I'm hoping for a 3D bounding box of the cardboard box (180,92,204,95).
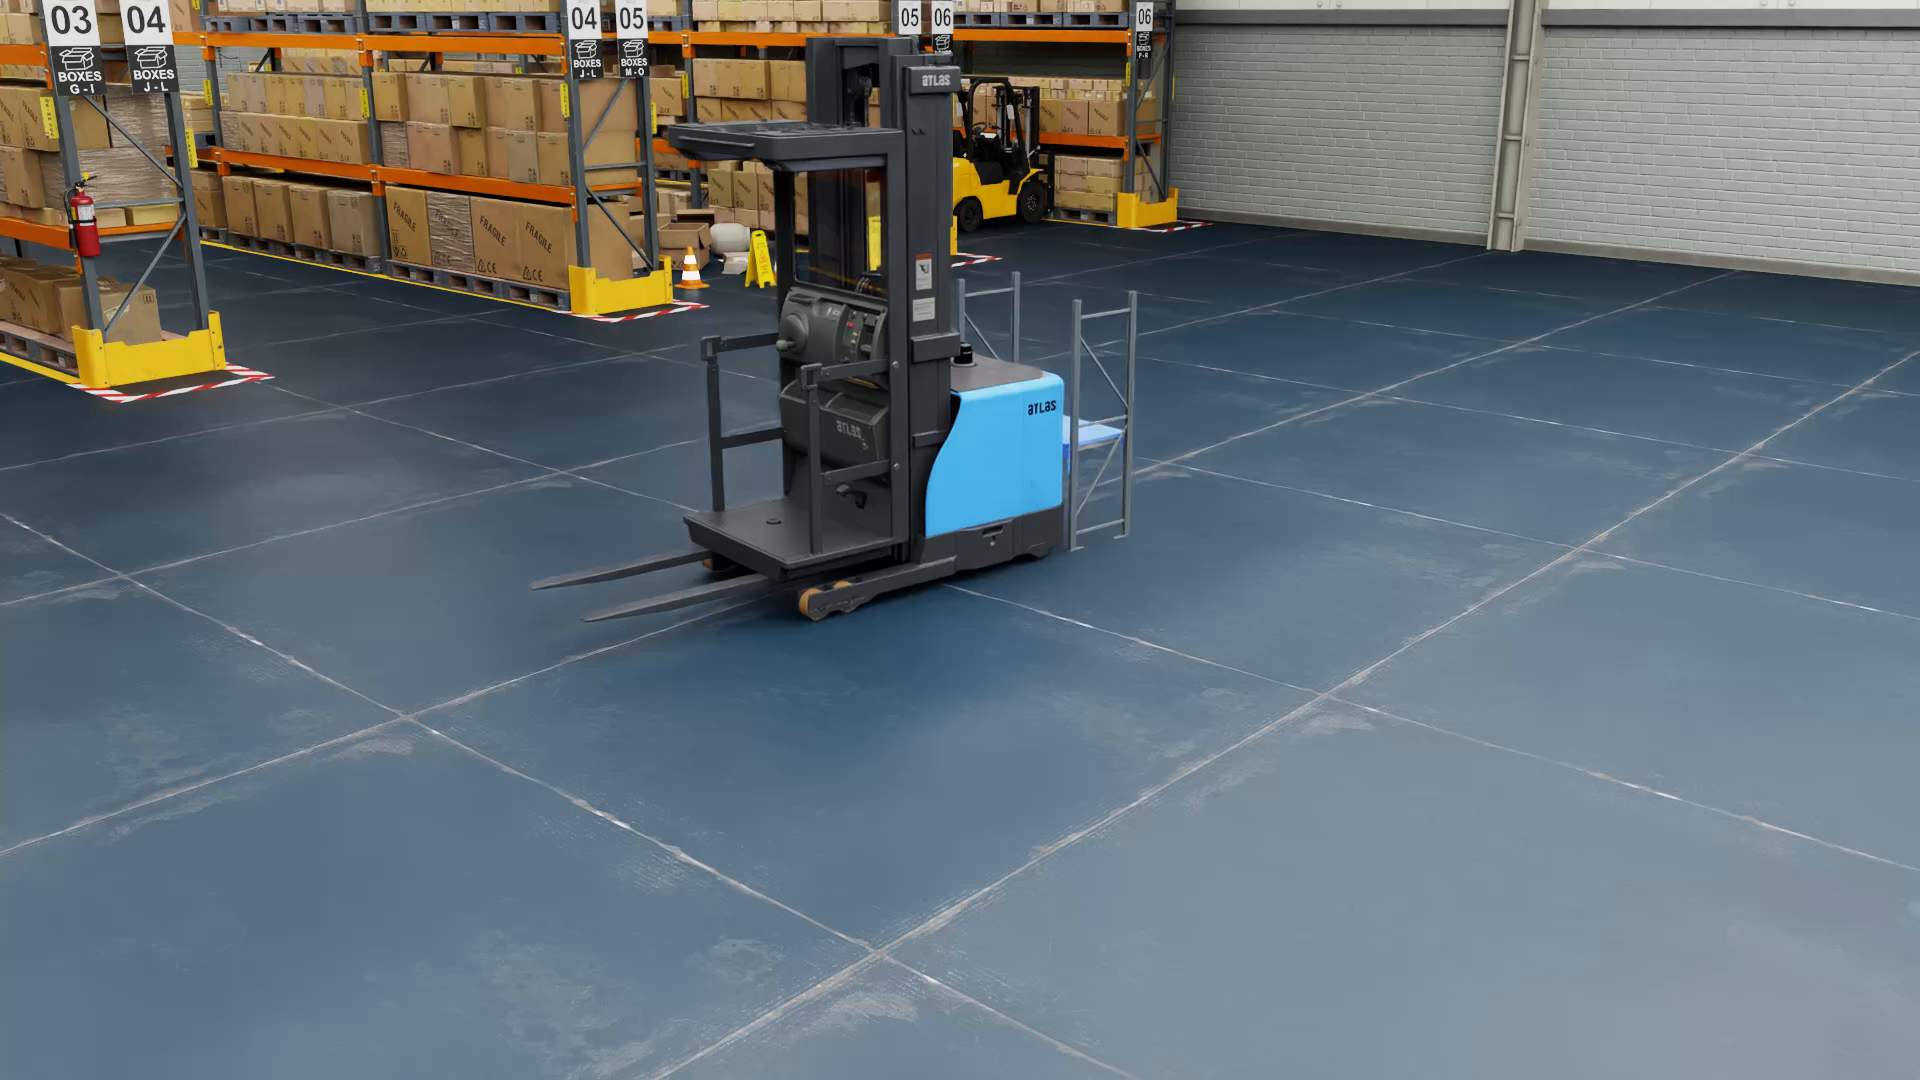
[{"bbox_3d":[-11.051,-6.389,24.021,0.250,0.149,0.380,15,23,39],"label":"cardboard box"}]

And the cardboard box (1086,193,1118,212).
[{"bbox_3d":[2.259,-5.144,25.212,0.500,0.250,0.500,15,23,40],"label":"cardboard box"}]

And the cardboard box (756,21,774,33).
[{"bbox_3d":[-2.488,-6.824,22.111,0.250,0.149,0.380,14,23,38],"label":"cardboard box"}]

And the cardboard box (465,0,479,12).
[{"bbox_3d":[-5.106,-5.770,17.932,0.250,0.149,0.380,15,23,40],"label":"cardboard box"}]

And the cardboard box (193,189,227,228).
[{"bbox_3d":[-10.331,-4.655,23.260,0.500,0.500,0.500,15,23,39],"label":"cardboard box"}]

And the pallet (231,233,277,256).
[{"bbox_3d":[-9.126,-4.069,22.585,1.213,0.211,1.003,15,23,39],"label":"pallet"}]

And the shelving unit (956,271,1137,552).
[{"bbox_3d":[0.508,-0.812,10.191,0.538,1.500,1.048,-15,23,-38],"label":"shelving unit"}]

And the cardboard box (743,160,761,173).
[{"bbox_3d":[-2.763,-5.146,22.907,0.250,0.149,0.380,16,24,41],"label":"cardboard box"}]

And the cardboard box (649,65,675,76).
[{"bbox_3d":[-4.462,-6.979,24.719,0.250,0.149,0.380,17,24,42],"label":"cardboard box"}]

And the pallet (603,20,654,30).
[{"bbox_3d":[-4.633,-7.607,24.473,1.003,0.211,1.213,15,23,39],"label":"pallet"}]

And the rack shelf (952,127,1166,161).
[{"bbox_3d":[1.324,-6.290,26.162,4.000,0.370,1.077,15,23,39],"label":"rack shelf"}]

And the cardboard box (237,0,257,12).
[{"bbox_3d":[-8.896,-6.884,21.274,0.500,0.250,0.500,16,24,41],"label":"cardboard box"}]

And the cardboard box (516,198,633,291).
[{"bbox_3d":[-4.233,-3.276,18.294,0.875,0.875,0.875,15,23,40],"label":"cardboard box"}]

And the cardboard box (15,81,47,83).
[{"bbox_3d":[-8.403,-4.005,15.461,0.500,0.500,0.500,15,23,39],"label":"cardboard box"}]

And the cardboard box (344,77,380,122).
[{"bbox_3d":[-7.049,-5.393,20.328,0.500,0.500,0.700,15,23,38],"label":"cardboard box"}]

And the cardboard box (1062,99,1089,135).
[{"bbox_3d":[1.896,-6.425,25.232,0.500,0.500,0.500,16,24,41],"label":"cardboard box"}]

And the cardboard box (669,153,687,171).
[{"bbox_3d":[-5.168,-7.296,31.579,0.500,0.500,0.500,14,22,38],"label":"cardboard box"}]

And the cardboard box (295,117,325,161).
[{"bbox_3d":[-7.998,-5.065,20.948,0.500,0.500,0.500,15,23,40],"label":"cardboard box"}]

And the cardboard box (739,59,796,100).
[{"bbox_3d":[-2.554,-6.225,22.457,0.500,0.500,0.700,14,23,38],"label":"cardboard box"}]

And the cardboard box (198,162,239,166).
[{"bbox_3d":[-10.762,-5.337,24.168,0.500,0.250,0.500,15,23,40],"label":"cardboard box"}]

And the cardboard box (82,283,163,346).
[{"bbox_3d":[-7.506,-2.003,14.903,0.500,0.500,0.500,-13,22,-36],"label":"cardboard box"}]

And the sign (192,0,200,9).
[{"bbox_3d":[-10.027,-7.127,21.798,0.005,0.325,0.100,15,23,39],"label":"sign"}]

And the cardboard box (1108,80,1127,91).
[{"bbox_3d":[2.412,-6.754,24.706,0.250,0.149,0.380,15,23,39],"label":"cardboard box"}]

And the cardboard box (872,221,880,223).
[{"bbox_3d":[-1.273,-4.103,21.934,0.500,0.250,0.500,15,23,39],"label":"cardboard box"}]

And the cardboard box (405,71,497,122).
[{"bbox_3d":[-5.932,-5.191,19.476,0.550,0.550,0.875,15,23,39],"label":"cardboard box"}]

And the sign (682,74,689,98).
[{"bbox_3d":[-3.830,-6.336,23.204,0.005,0.325,0.100,15,23,39],"label":"sign"}]

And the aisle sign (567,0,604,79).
[{"bbox_3d":[-3.828,-5.124,17.002,0.004,0.787,0.394,15,23,39],"label":"aisle sign"}]

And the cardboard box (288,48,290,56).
[{"bbox_3d":[-12.114,-8.983,30.568,0.250,0.149,0.380,16,23,41],"label":"cardboard box"}]

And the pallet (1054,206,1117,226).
[{"bbox_3d":[2.220,-5.046,25.663,1.213,0.211,1.003,15,23,39],"label":"pallet"}]

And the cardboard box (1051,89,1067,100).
[{"bbox_3d":[1.601,-6.800,25.343,0.250,0.149,0.380,14,22,38],"label":"cardboard box"}]

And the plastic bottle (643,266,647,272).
[{"bbox_3d":[-3.818,-3.356,20.586,0.283,0.061,0.133,7,19,21],"label":"plastic bottle"}]

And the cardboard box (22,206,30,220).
[{"bbox_3d":[-8.144,-2.958,14.890,0.250,0.149,0.380,15,23,39],"label":"cardboard box"}]

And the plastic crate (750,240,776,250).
[{"bbox_3d":[-2.834,-4.018,22.641,0.583,0.080,0.402,7,19,21],"label":"plastic crate"}]

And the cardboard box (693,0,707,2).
[{"bbox_3d":[-3.445,-7.464,22.809,0.250,0.149,0.380,15,23,38],"label":"cardboard box"}]

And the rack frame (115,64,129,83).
[{"bbox_3d":[-12.657,-6.377,25.246,0.127,3.000,1.000,15,23,39],"label":"rack frame"}]

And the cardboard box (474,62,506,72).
[{"bbox_3d":[-7.405,-7.384,26.601,0.500,0.500,0.500,16,23,40],"label":"cardboard box"}]

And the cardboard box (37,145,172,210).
[{"bbox_3d":[-7.443,-3.172,14.489,0.500,0.500,0.875,15,23,39],"label":"cardboard box"}]

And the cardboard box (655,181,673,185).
[{"bbox_3d":[-4.919,-5.246,25.333,0.625,0.372,0.950,16,24,41],"label":"cardboard box"}]

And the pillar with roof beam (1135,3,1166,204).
[{"bbox_3d":[0.040,-8.461,21.894,0.400,9.000,9.100,15,23,39],"label":"pillar with roof beam"}]

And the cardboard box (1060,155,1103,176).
[{"bbox_3d":[1.883,-5.721,25.377,0.500,0.250,0.500,16,23,40],"label":"cardboard box"}]

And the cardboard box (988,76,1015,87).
[{"bbox_3d":[0.658,-7.200,26.110,0.250,0.149,0.380,15,23,38],"label":"cardboard box"}]

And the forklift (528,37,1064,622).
[{"bbox_3d":[-0.855,-1.153,8.900,3.031,2.935,1.130,-14,22,-36],"label":"forklift"}]

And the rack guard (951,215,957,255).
[{"bbox_3d":[-0.529,-3.931,21.673,0.348,0.500,1.175,15,23,39],"label":"rack guard"}]

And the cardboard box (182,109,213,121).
[{"bbox_3d":[-10.337,-5.792,22.633,0.250,0.149,0.380,16,23,40],"label":"cardboard box"}]

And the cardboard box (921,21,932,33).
[{"bbox_3d":[-0.505,-6.558,21.272,0.250,0.149,0.380,15,23,39],"label":"cardboard box"}]

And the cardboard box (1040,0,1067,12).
[{"bbox_3d":[1.627,-8.219,25.066,0.500,0.500,0.700,15,23,40],"label":"cardboard box"}]

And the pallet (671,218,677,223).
[{"bbox_3d":[-4.047,-4.738,24.691,1.213,0.211,1.003,15,23,39],"label":"pallet"}]

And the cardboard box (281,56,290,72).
[{"bbox_3d":[-12.269,-8.684,30.696,0.500,0.500,0.500,14,23,38],"label":"cardboard box"}]

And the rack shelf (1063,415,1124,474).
[{"bbox_3d":[0.508,-0.641,10.246,0.538,0.185,1.000,-15,23,-38],"label":"rack shelf"}]

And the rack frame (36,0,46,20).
[{"bbox_3d":[-7.050,-5.725,13.274,0.127,3.000,1.000,15,23,39],"label":"rack frame"}]

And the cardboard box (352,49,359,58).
[{"bbox_3d":[-10.395,-8.517,29.098,0.250,0.149,0.380,15,23,39],"label":"cardboard box"}]

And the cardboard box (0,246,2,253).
[{"bbox_3d":[-10.487,-2.815,17.428,0.500,0.500,0.700,13,22,35],"label":"cardboard box"}]
